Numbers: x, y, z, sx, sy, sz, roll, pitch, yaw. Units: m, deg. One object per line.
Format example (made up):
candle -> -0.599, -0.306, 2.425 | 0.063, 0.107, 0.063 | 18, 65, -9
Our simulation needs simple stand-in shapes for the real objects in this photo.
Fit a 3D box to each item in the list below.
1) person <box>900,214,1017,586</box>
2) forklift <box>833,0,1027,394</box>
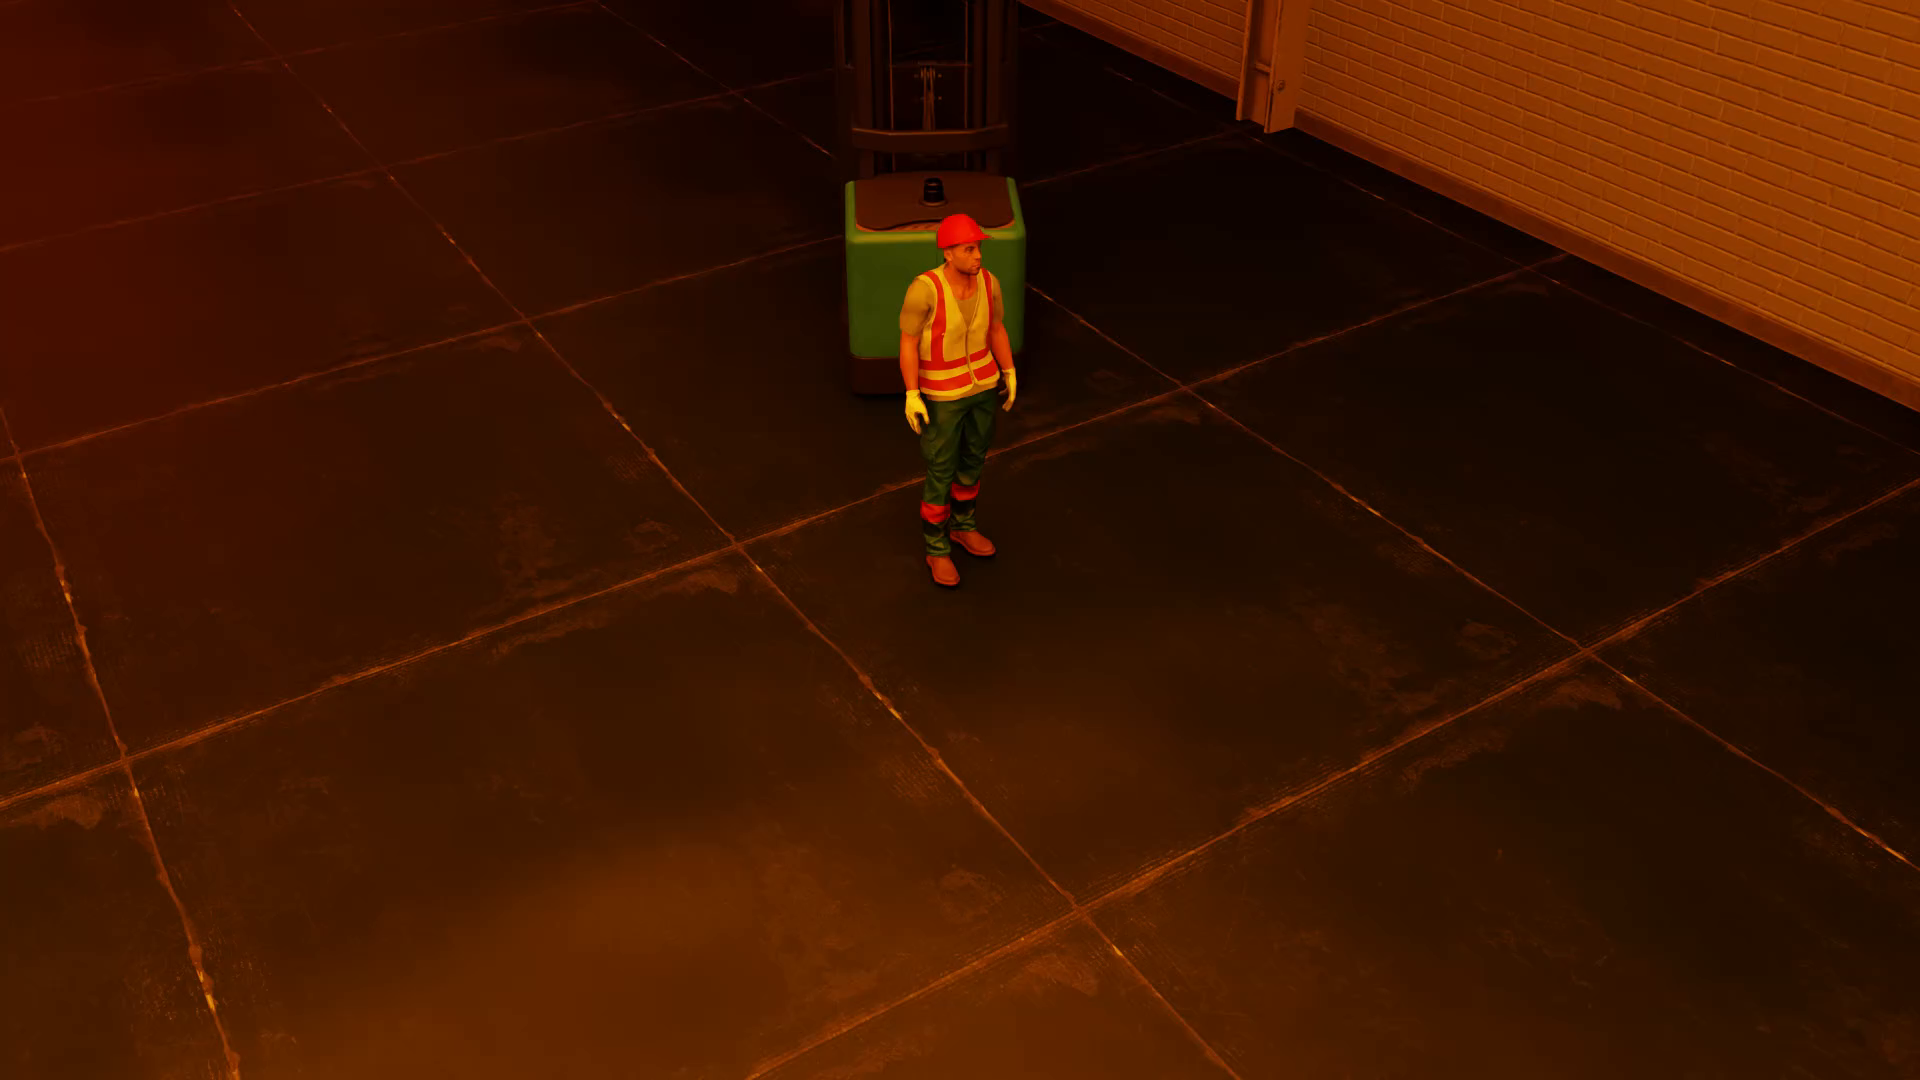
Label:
person -> 0.034, -0.695, 8.117 | 0.637, 1.790, 0.562 | -21, 40, -27
forklift -> -0.219, -2.881, 10.248 | 1.130, 2.935, 3.031 | -2, 35, -3
